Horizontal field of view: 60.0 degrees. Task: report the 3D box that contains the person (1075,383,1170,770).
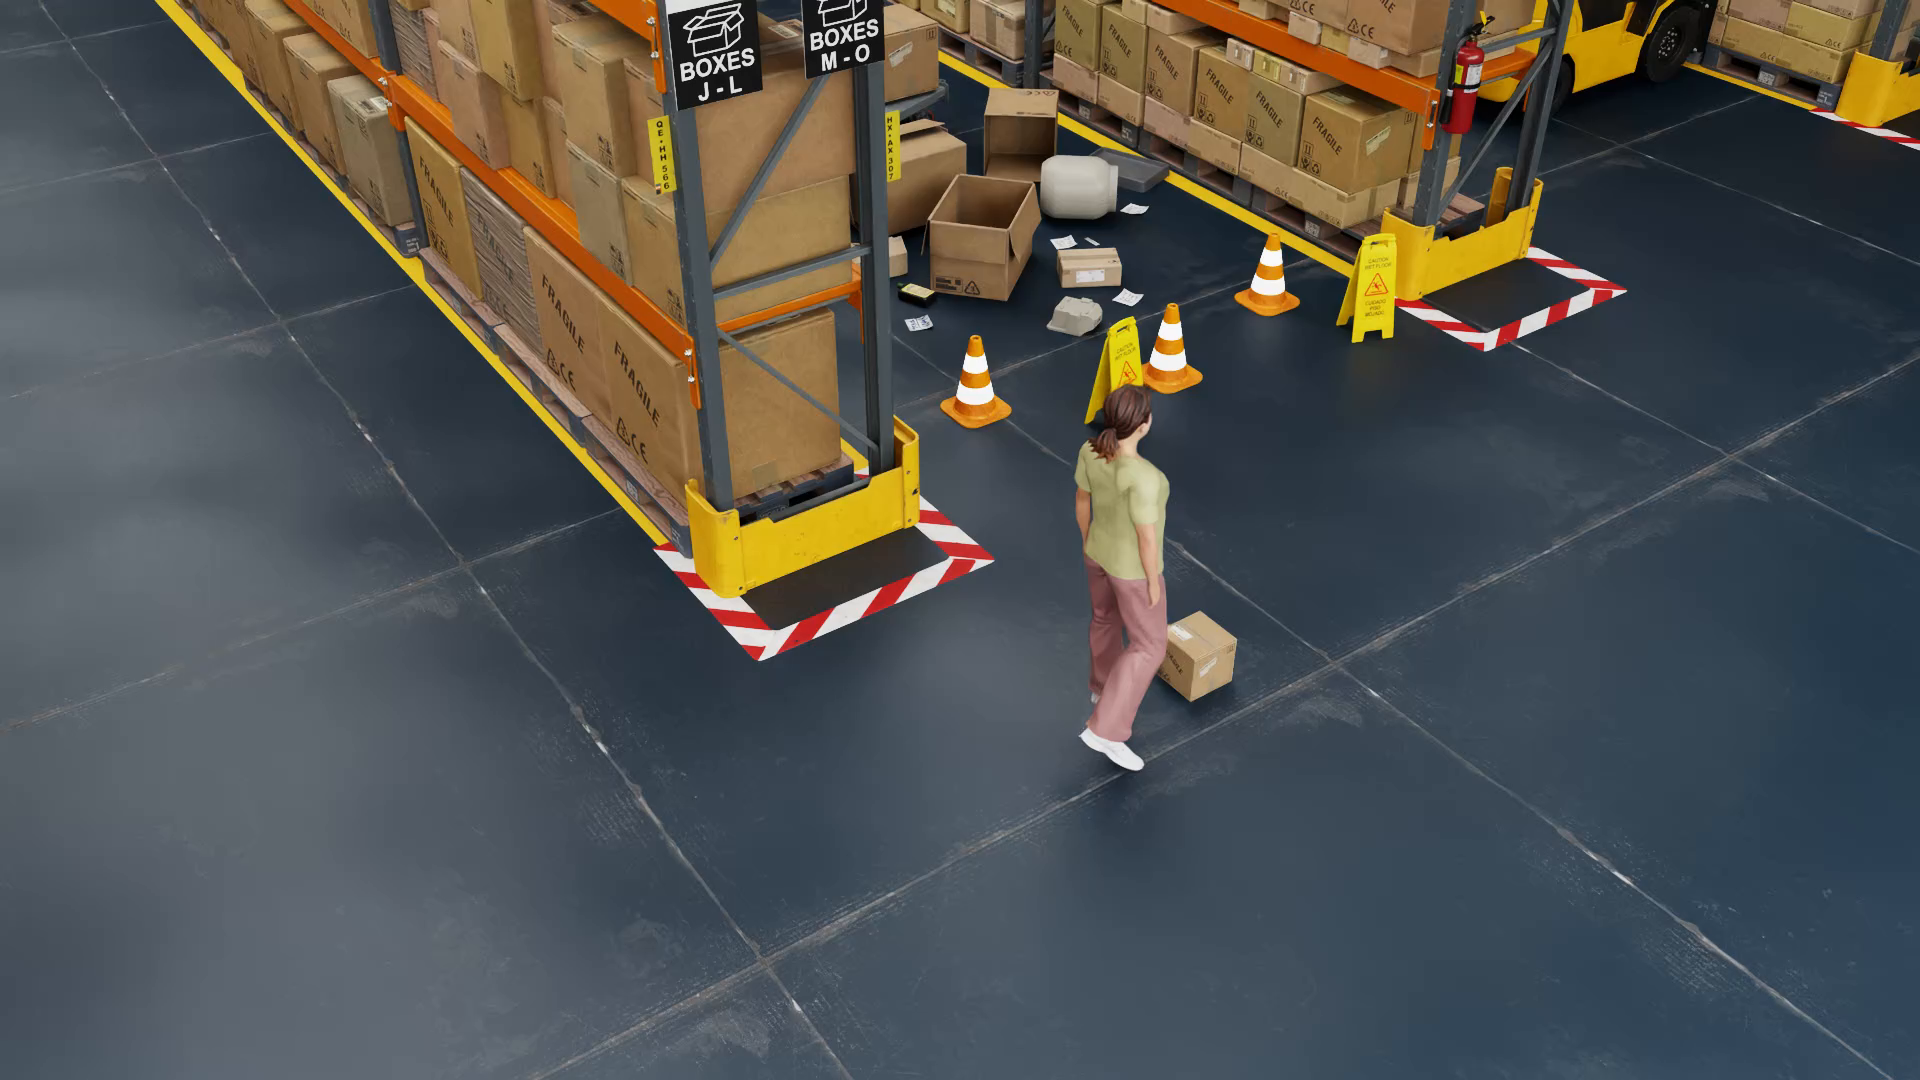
[{"bbox_3d":[0.689,0.136,6.827,0.584,1.696,0.585,-23,42,-28],"label":"person"}]
